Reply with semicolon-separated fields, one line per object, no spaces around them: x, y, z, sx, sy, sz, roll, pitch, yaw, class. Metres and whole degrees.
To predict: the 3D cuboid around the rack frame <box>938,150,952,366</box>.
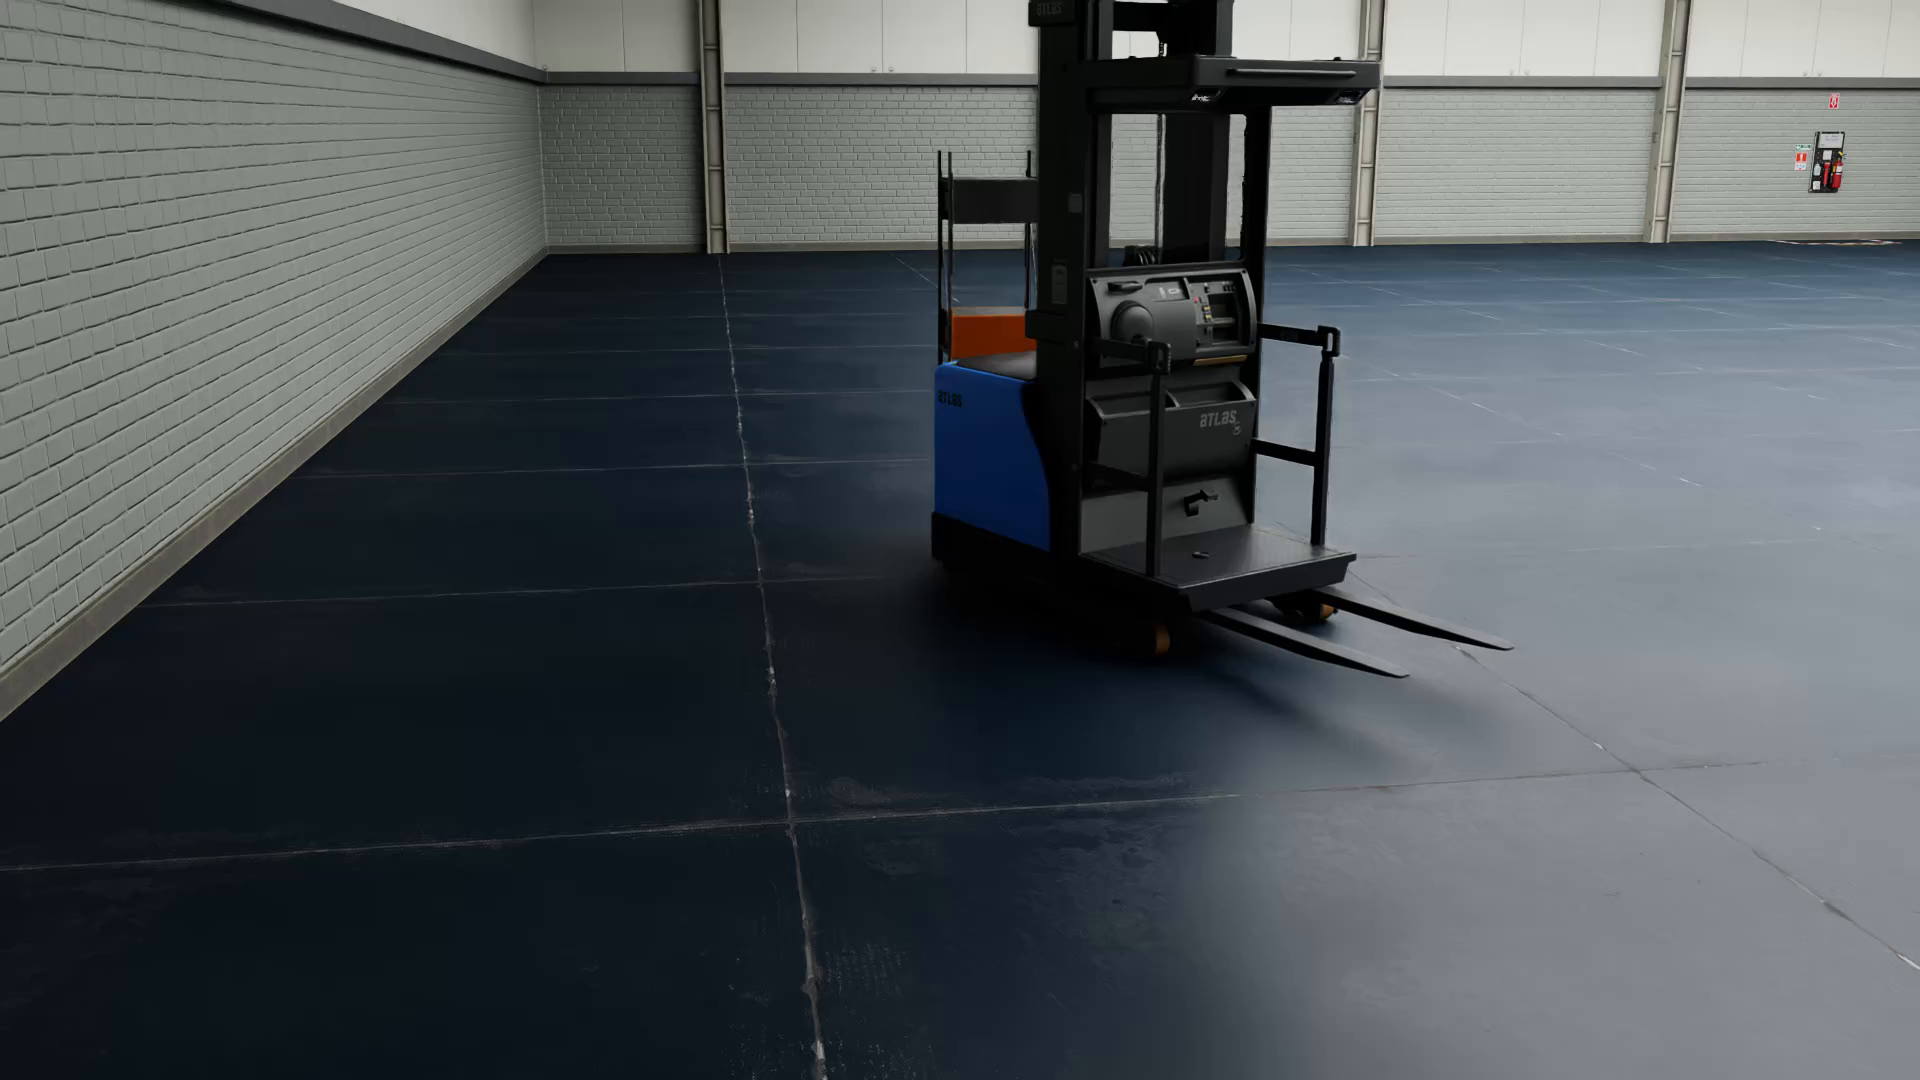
-0.083;-1.018;8.958;0.015;2.100;0.400;-2;14;-9;rack frame

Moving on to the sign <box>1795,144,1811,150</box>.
16.419;-7.646;32.381;0.331;0.109;0.001;-2;14;-8;sign

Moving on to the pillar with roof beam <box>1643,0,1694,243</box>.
14.133;-9.106;27.034;0.400;9.000;9.100;-2;14;-8;pillar with roof beam

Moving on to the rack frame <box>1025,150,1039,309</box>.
0.398;-1.036;9.034;0.015;2.100;0.400;-2;14;-9;rack frame

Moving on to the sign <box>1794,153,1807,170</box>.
16.413;-7.391;32.454;0.234;0.329;0.001;-2;14;-8;sign

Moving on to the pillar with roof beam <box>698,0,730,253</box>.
-3.667;-8.454;24.433;0.400;9.000;9.100;-2;14;-8;pillar with roof beam

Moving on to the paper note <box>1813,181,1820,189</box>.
16.790;-6.952;32.587;0.142;0.148;0.016;-2;14;-8;paper note

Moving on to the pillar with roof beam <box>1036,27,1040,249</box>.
2.267;-8.671;25.300;0.400;9.000;9.100;-2;14;-8;pillar with roof beam

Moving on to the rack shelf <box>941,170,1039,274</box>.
0.159;-1.692;8.828;0.480;0.518;0.431;-2;14;-9;rack shelf

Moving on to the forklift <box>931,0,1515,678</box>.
1.090;-1.041;7.349;1.130;2.935;3.031;-9;17;-33;forklift

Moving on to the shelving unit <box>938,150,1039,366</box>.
0.157;-1.027;8.996;0.503;2.100;0.431;-2;14;-9;shelving unit

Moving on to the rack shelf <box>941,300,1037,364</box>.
0.157;-1.014;8.999;0.480;0.518;0.431;-2;14;-9;rack shelf

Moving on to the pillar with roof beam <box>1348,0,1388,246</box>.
8.200;-8.889;26.167;0.400;9.000;9.100;-2;14;-8;pillar with roof beam

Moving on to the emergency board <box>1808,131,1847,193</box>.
16.975;-7.369;32.439;0.643;1.169;0.194;-2;14;-8;emergency board

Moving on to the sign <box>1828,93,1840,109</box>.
16.952;-8.517;32.251;0.199;0.298;0.001;-2;14;-8;sign
